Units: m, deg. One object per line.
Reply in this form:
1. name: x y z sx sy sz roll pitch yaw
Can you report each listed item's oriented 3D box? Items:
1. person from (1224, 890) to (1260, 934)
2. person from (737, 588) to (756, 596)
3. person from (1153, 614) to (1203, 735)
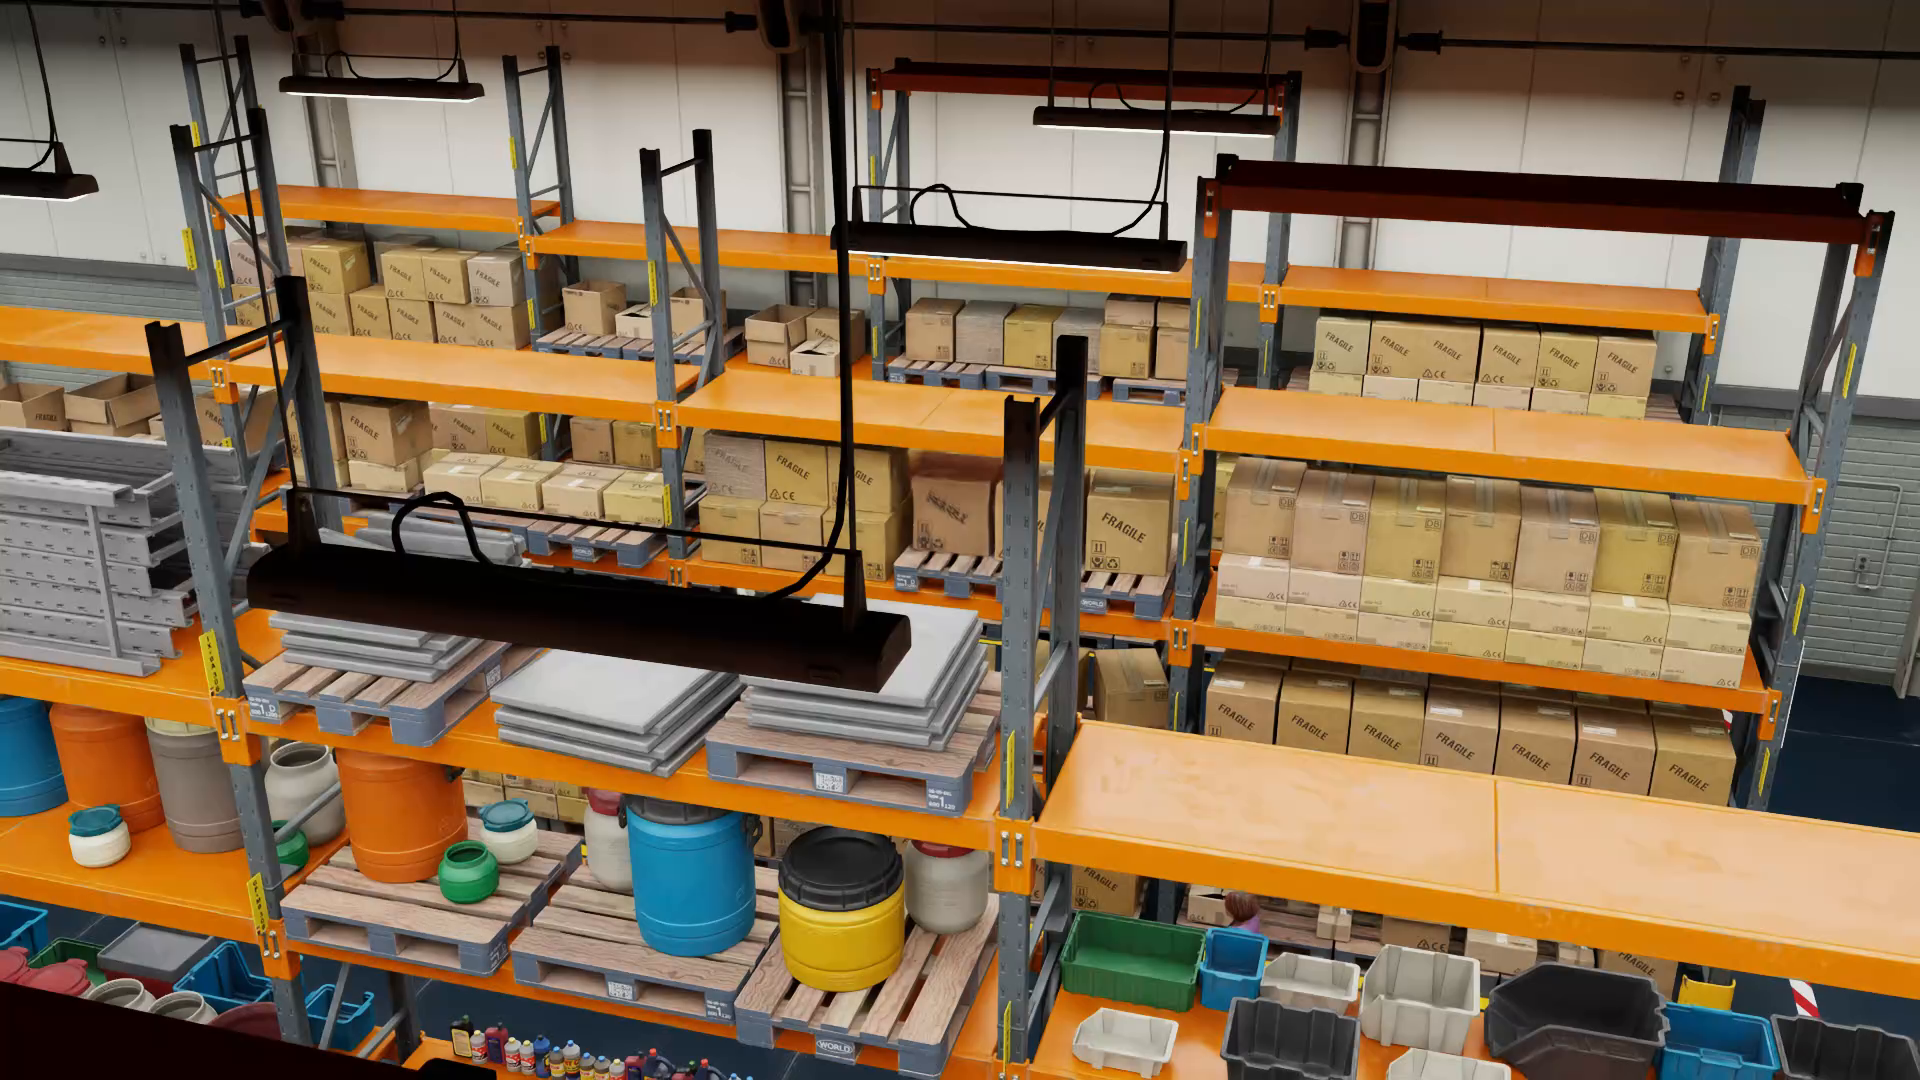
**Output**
1. person: 1.969 3.069 11.314 0.768 1.563 0.418 5 23 12
2. person: -2.087 0.862 16.455 0.623 1.744 0.672 1 23 3
3. person: 1.911 1.246 15.538 1.004 1.677 0.626 10 24 22
